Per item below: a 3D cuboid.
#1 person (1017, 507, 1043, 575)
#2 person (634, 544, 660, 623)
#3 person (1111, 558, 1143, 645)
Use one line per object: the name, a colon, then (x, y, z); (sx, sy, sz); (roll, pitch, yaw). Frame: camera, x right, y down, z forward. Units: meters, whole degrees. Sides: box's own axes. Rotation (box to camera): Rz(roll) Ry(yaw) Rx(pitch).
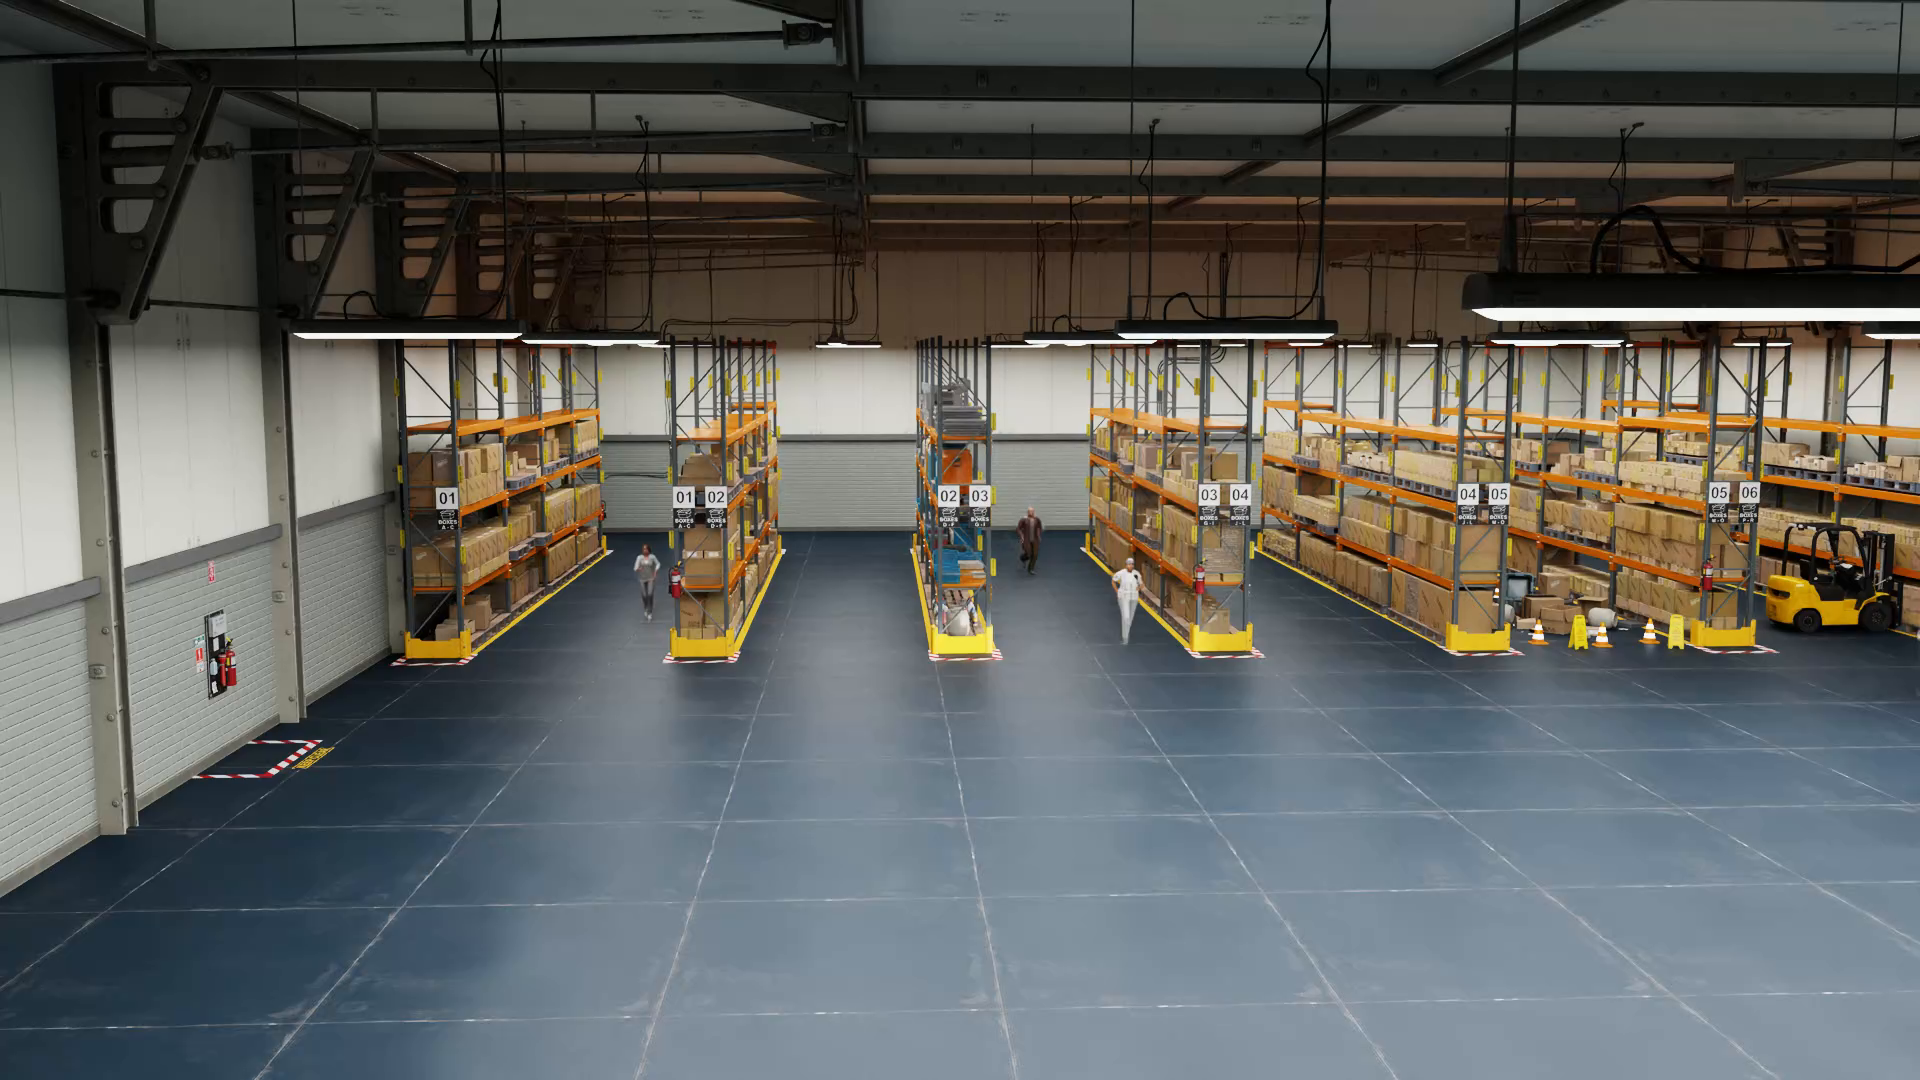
person: (1.794, 0.007, 42.870); (0.694, 1.730, 0.671); (-2, 7, -16)
person: (-6.670, 0.905, 35.409); (0.520, 1.621, 0.706); (-1, 7, -4)
person: (3.310, 1.204, 32.715); (0.586, 1.731, 0.762); (-1, 7, -13)
